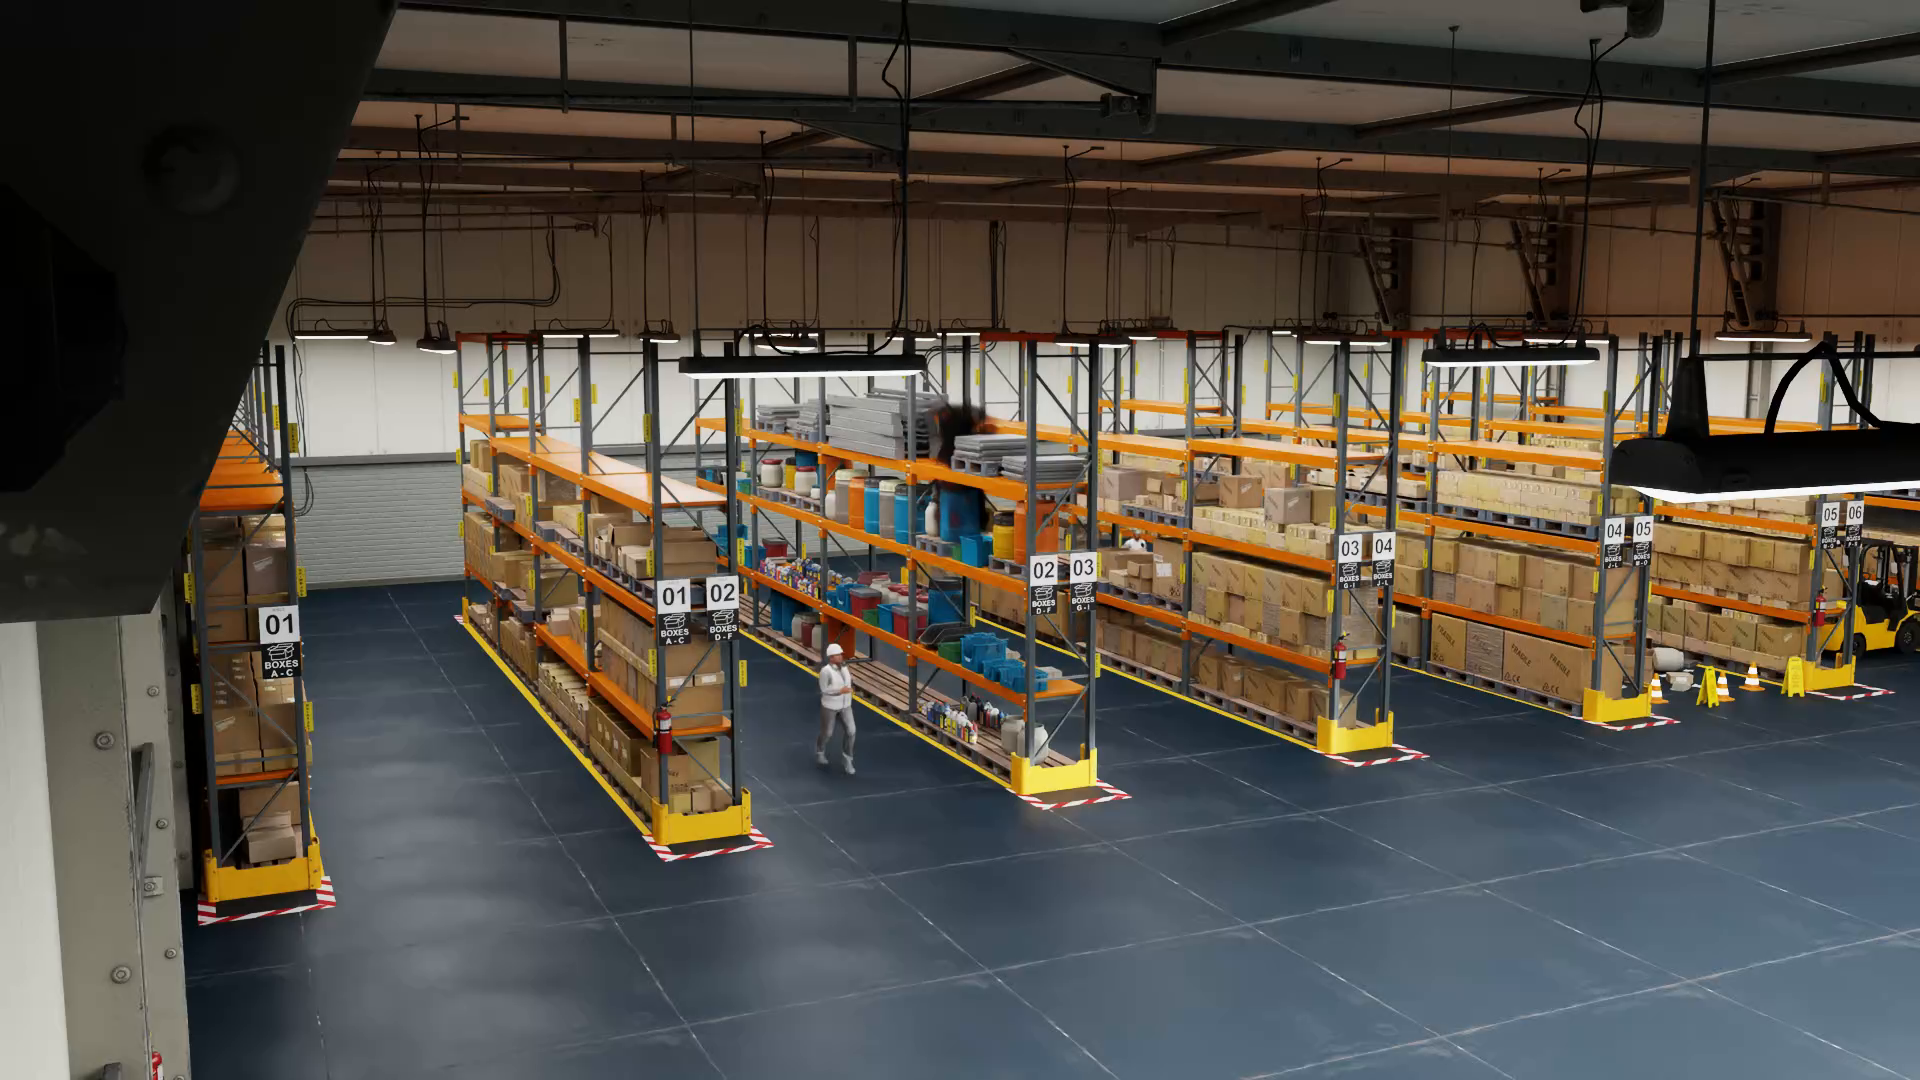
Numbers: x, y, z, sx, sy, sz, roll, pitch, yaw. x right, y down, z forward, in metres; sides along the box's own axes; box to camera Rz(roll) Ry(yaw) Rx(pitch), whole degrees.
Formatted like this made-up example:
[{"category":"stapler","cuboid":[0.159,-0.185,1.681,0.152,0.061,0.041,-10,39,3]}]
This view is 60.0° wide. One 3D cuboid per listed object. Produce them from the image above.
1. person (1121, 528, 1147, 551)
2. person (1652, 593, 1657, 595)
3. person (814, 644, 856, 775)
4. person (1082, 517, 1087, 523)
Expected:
[{"category":"person","cuboid":[3.881,0.580,36.625,0.557,1.741,0.731,-4,9,-26]},{"category":"person","cuboid":[14.385,1.089,33.993,0.526,1.399,1.053,-7,10,-40]},{"category":"person","cuboid":[-1.735,2.341,23.160,0.602,1.833,0.849,-6,10,-38]},{"category":"person","cuboid":[3.498,-0.313,43.587,0.562,1.618,0.767,5,9,35]}]
